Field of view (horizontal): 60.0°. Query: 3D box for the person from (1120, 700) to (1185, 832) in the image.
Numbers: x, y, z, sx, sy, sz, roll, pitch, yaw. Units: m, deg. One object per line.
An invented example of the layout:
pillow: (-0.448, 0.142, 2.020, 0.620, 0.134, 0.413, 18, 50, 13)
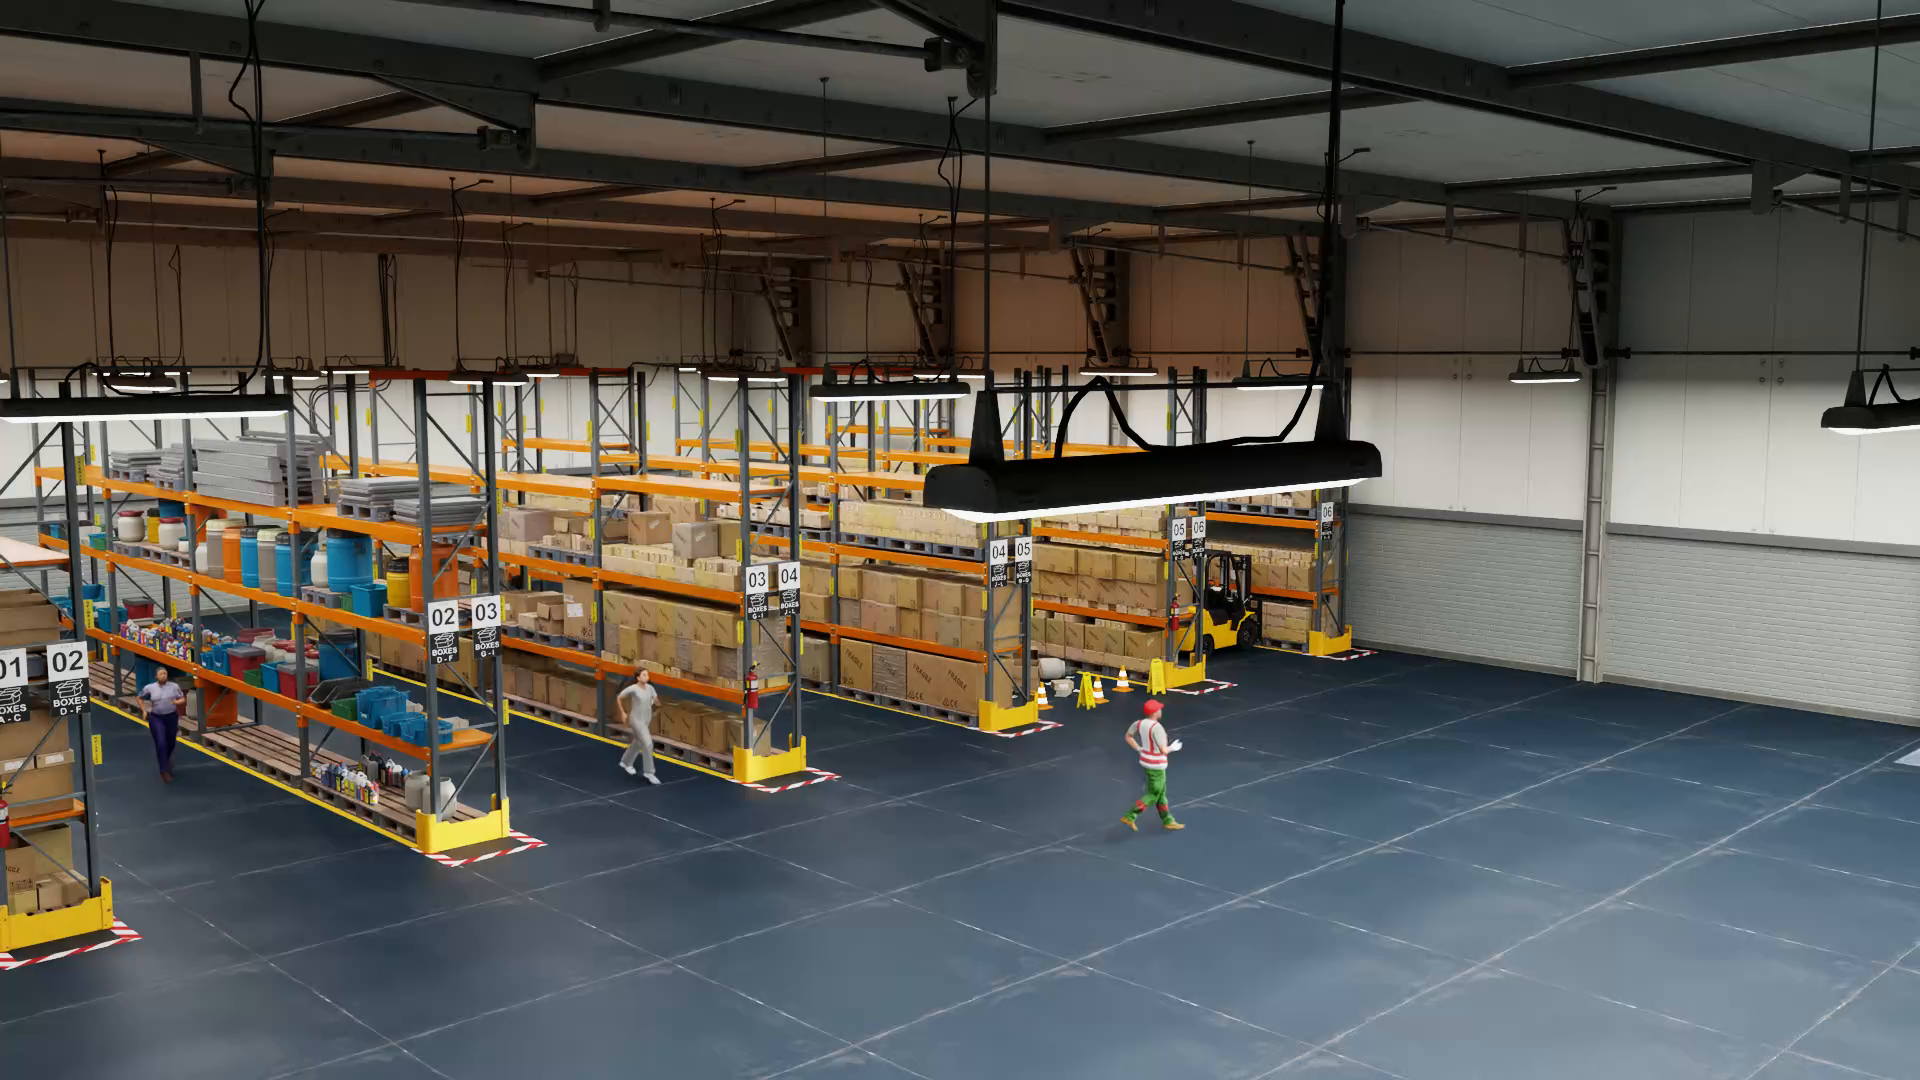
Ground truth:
person: (2.532, 2.961, 21.747, 0.985, 1.776, 0.654, -3, 7, -21)

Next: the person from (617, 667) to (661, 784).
person: (-4.749, 2.716, 24.610, 0.857, 1.714, 0.535, 4, 8, 31)

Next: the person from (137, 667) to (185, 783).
person: (-11.855, 2.707, 24.758, 0.598, 1.660, 0.918, -6, 9, -42)

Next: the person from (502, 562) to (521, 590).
person: (-11.016, 0.846, 40.888, 0.943, 1.767, 0.757, 0, 6, 3)
